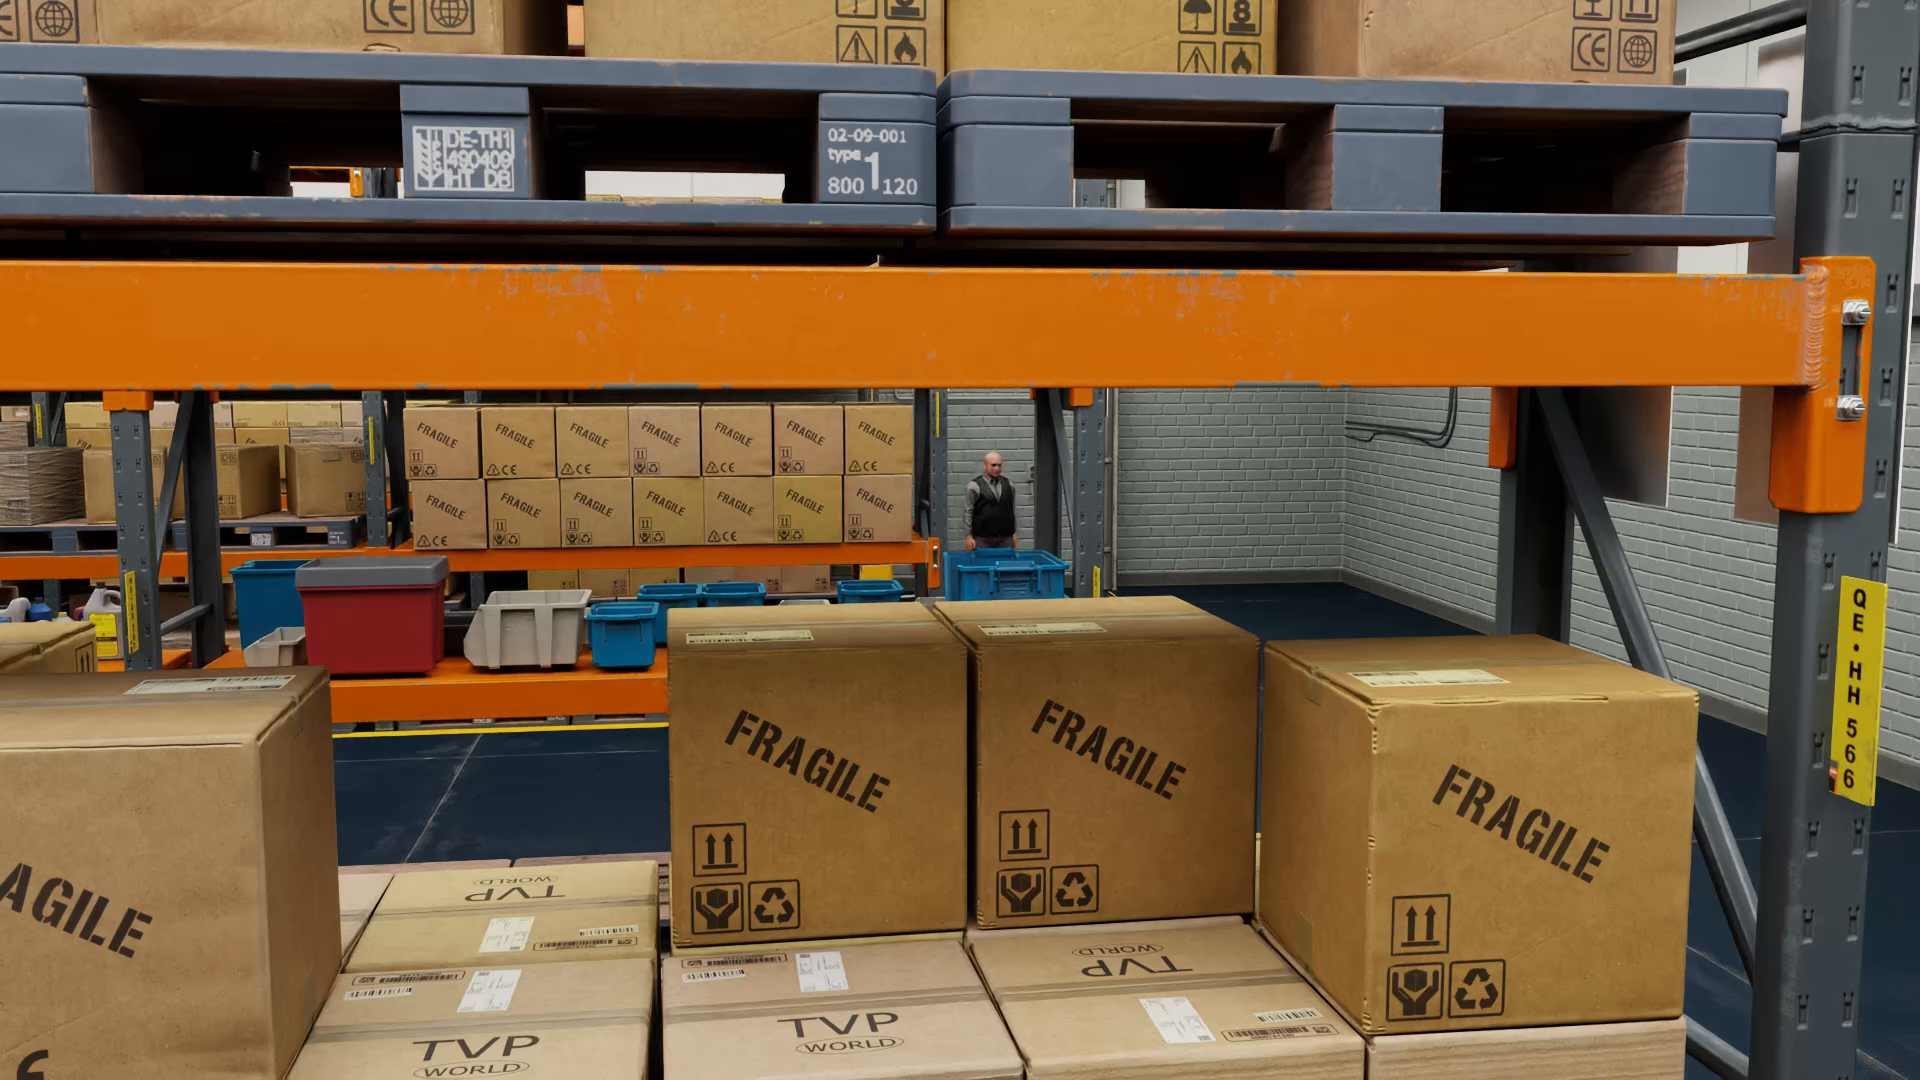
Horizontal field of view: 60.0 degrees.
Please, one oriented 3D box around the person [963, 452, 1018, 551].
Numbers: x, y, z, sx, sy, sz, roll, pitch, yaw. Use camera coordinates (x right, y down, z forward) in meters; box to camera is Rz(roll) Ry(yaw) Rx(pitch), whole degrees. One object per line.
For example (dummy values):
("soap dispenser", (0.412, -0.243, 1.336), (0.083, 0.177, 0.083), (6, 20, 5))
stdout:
("person", (0.304, 0.049, 16.350), (0.593, 1.612, 0.644), (-2, 7, -21))
